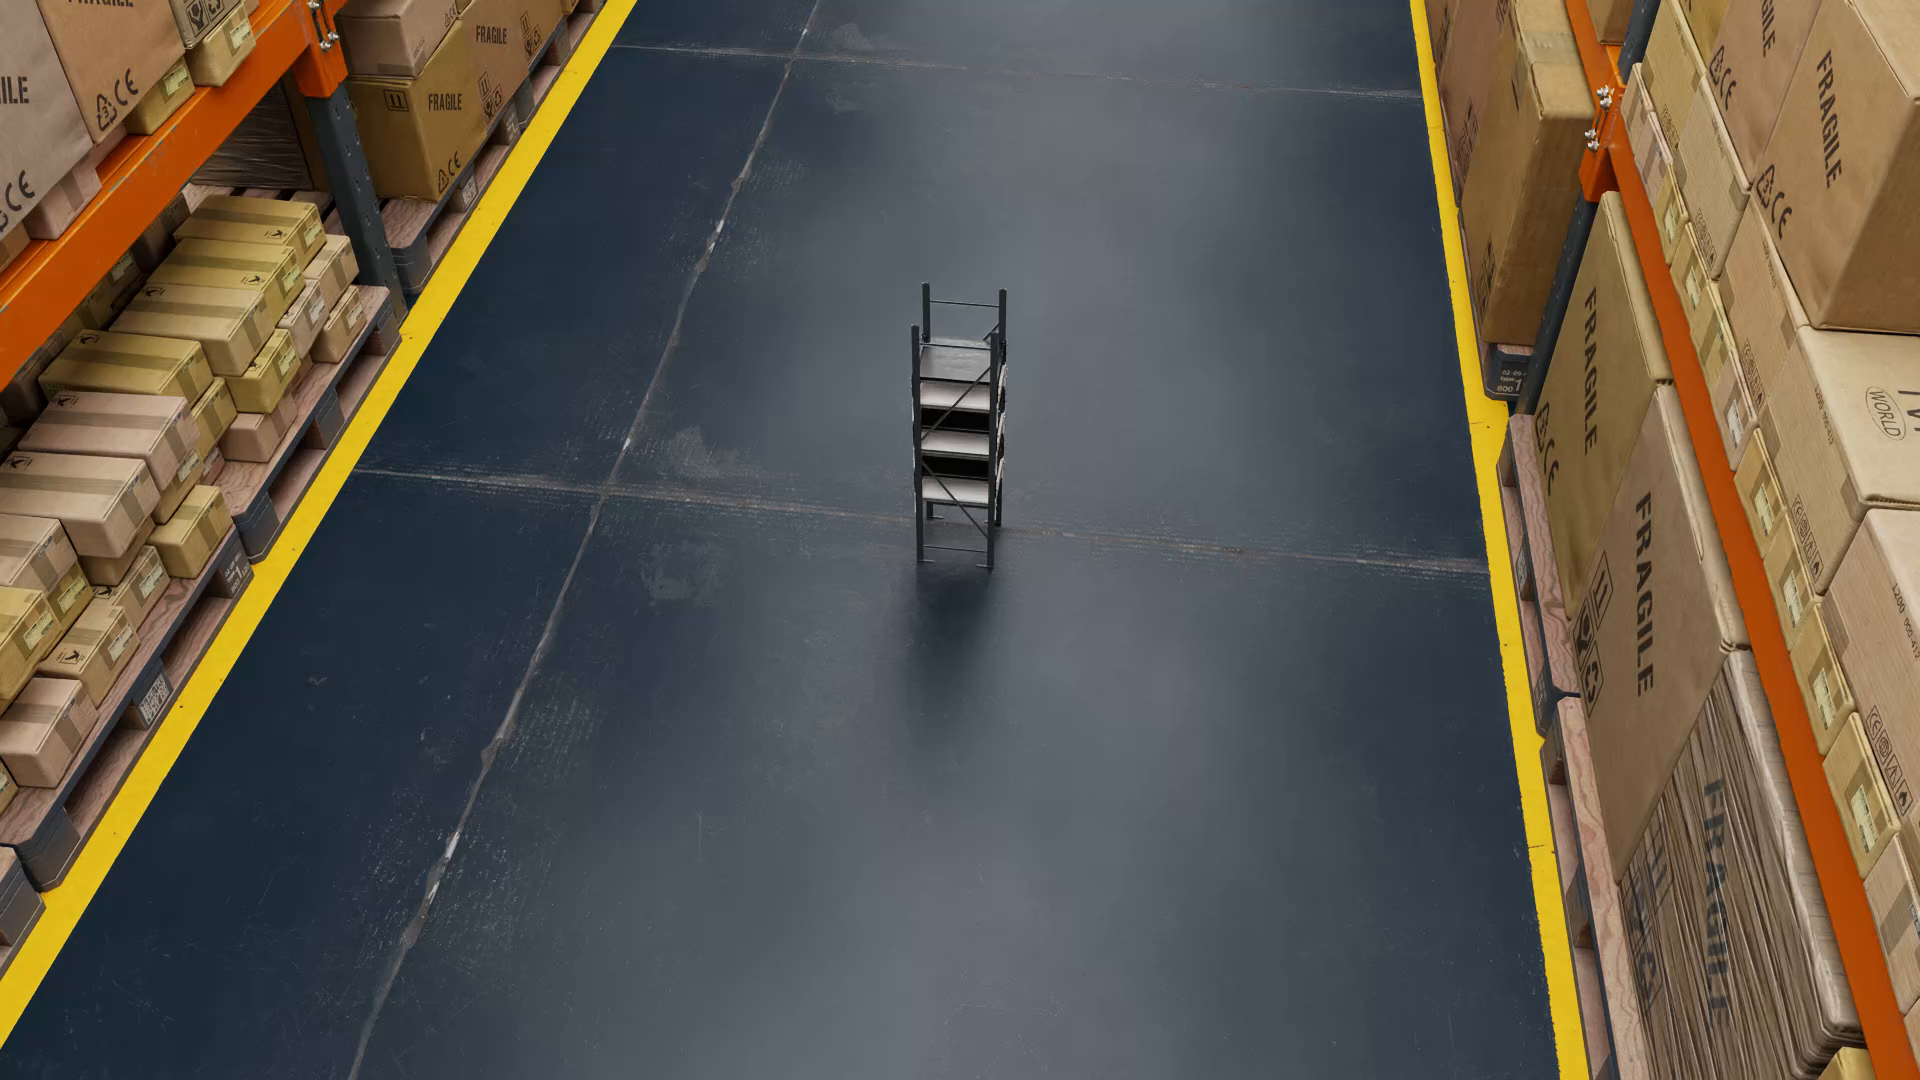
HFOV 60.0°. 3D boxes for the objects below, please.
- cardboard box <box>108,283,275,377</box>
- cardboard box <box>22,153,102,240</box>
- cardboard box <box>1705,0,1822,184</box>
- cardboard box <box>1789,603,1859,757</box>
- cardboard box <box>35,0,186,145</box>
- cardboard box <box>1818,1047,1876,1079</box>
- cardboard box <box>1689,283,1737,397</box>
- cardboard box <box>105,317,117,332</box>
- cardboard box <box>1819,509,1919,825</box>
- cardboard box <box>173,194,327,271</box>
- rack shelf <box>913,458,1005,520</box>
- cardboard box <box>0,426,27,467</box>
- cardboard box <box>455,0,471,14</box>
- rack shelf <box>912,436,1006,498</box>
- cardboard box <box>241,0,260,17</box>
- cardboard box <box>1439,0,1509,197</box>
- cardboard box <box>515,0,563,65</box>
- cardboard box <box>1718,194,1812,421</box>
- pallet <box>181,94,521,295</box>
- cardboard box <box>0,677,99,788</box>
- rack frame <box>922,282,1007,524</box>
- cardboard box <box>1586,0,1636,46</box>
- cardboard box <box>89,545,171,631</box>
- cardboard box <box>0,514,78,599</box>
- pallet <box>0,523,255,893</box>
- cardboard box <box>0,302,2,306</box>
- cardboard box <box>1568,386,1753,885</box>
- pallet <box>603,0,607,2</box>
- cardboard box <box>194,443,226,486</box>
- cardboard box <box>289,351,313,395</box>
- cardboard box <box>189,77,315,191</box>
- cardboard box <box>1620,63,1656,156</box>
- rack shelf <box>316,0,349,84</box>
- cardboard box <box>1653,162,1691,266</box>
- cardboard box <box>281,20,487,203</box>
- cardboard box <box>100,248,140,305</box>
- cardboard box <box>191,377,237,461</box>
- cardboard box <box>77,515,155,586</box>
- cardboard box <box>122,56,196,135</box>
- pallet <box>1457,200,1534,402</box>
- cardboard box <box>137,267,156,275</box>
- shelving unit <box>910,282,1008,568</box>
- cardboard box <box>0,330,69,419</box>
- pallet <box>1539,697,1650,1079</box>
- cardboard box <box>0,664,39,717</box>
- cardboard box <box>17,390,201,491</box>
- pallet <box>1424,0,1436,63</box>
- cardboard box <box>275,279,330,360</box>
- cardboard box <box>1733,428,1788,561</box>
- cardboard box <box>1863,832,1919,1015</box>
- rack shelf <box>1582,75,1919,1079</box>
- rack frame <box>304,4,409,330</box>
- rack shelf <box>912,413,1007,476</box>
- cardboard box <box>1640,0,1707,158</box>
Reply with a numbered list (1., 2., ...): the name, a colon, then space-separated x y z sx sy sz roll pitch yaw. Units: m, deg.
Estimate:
1. cardboard box: -2.343 -0.644 5.084 0.380 0.149 0.250 5 44 5
2. cardboard box: -2.425 -0.895 4.196 0.380 0.149 0.250 4 44 4
3. cardboard box: 1.979 -1.093 3.570 0.500 0.500 0.500 5 44 6
4. cardboard box: 1.728 0.266 2.970 0.380 0.149 0.250 5 44 6
5. cardboard box: -2.388 -1.360 4.216 0.500 0.500 0.500 4 44 4
6. cardboard box: 1.846 1.496 2.728 0.875 0.875 0.875 5 44 6
7. cardboard box: 1.865 -0.431 3.706 0.380 0.149 0.250 5 44 5
8. cardboard box: -2.840 -0.583 5.235 0.380 0.149 0.250 5 44 5
9. cardboard box: 1.776 0.220 2.729 0.500 0.250 0.500 4 44 4
10. cardboard box: -2.323 -0.992 5.452 0.380 0.149 0.250 6 44 7
11. rack shelf: -0.001 -0.166 5.081 0.258 0.077 0.200 5 44 6
12. cardboard box: -2.938 -0.214 4.846 0.380 0.149 0.250 7 44 7
13. cardboard box: -2.107 -2.285 6.449 0.500 0.250 0.500 6 44 7
14. rack shelf: -0.001 -0.232 5.020 0.258 0.077 0.200 5 44 6
15. cardboard box: -2.340 -1.618 4.960 0.380 0.149 0.250 5 44 5
16. cardboard box: 2.551 -1.834 6.245 1.225 0.875 0.875 4 44 4
17. cardboard box: -2.049 -2.369 7.082 0.500 0.500 0.500 6 44 6
18. cardboard box: 1.914 -0.471 3.458 0.500 0.250 0.500 6 44 7
19. pallet: -2.433 -1.443 6.621 1.003 0.211 1.213 5 44 6
20. cardboard box: -2.496 0.491 4.318 0.380 0.149 0.250 3 44 3
21. rack frame: 0.012 -0.391 5.008 0.240 0.900 0.006 5 44 6
22. cardboard box: 2.160 -1.785 4.881 0.500 0.500 0.500 5 44 6
23. cardboard box: -2.486 0.133 4.696 0.380 0.149 0.250 6 44 6
24. cardboard box: -2.564 0.063 4.338 0.380 0.149 0.250 5 44 6
25. pallet: -2.747 0.382 4.693 1.003 0.211 1.213 5 44 6
26. cardboard box: -2.475 -0.546 3.828 0.380 0.149 0.250 6 44 6
27. cardboard box: 2.083 0.269 4.024 0.875 0.875 0.875 5 44 6
28. pallet: -2.110 -3.106 8.377 1.003 0.211 1.213 5 44 6
29. cardboard box: -2.492 -0.220 5.069 0.380 0.149 0.250 4 44 4
30. cardboard box: -2.365 -0.575 5.444 0.380 0.149 0.250 6 44 7
31. cardboard box: -2.686 -1.697 6.374 0.500 0.500 0.500 4 44 5
32. cardboard box: 2.000 -1.143 4.458 0.380 0.149 0.250 5 44 6
33. rack shelf: -2.270 -3.027 6.789 1.077 0.370 4.000 5 44 6
34. cardboard box: 1.931 -0.784 4.079 0.380 0.149 0.250 7 44 7
35. cardboard box: -2.173 -1.650 6.323 0.500 0.500 0.500 7 44 7
36. cardboard box: -2.880 -0.860 5.312 0.380 0.149 0.250 7 44 8
37. cardboard box: -2.432 -0.375 5.016 0.380 0.149 0.250 6 44 6
38. cardboard box: -2.502 -0.019 4.640 0.380 0.149 0.250 3 44 4
39. cardboard box: -2.360 -1.256 4.577 0.380 0.149 0.250 7 44 7
40. pallet: 2.396 -0.926 6.074 1.003 0.211 1.213 5 44 6
41. cardboard box: -2.899 -0.933 5.605 0.380 0.149 0.250 7 44 7
42. shelving unit: -0.001 -0.321 4.935 0.258 0.900 0.210 5 44 6
43. cardboard box: -2.877 -0.504 4.936 0.380 0.149 0.250 4 44 4
44. pallet: 2.032 0.952 4.091 1.003 0.211 1.213 5 44 6
45. cardboard box: -2.625 0.342 4.259 0.380 0.149 0.250 7 44 8
46. cardboard box: -2.399 -0.282 4.701 0.380 0.149 0.250 3 44 3
47. pallet: 2.719 -2.589 7.830 1.003 0.211 1.213 5 44 6
48. cardboard box: -2.284 -0.722 5.382 0.380 0.149 0.250 3 44 4
49. cardboard box: 1.796 -0.080 3.336 0.380 0.149 0.250 4 44 4
50. cardboard box: 1.662 0.620 2.596 0.380 0.149 0.250 6 44 6
51. rack shelf: 2.105 0.219 3.361 1.077 0.370 4.000 5 44 6
52. rack frame: -2.534 -1.925 5.102 1.000 3.000 0.127 5 44 6
53. rack shelf: -0.001 -0.297 4.958 0.258 0.077 0.200 5 44 6
54. cardboard box: 2.047 -1.163 4.189 0.500 0.250 0.500 5 44 5
